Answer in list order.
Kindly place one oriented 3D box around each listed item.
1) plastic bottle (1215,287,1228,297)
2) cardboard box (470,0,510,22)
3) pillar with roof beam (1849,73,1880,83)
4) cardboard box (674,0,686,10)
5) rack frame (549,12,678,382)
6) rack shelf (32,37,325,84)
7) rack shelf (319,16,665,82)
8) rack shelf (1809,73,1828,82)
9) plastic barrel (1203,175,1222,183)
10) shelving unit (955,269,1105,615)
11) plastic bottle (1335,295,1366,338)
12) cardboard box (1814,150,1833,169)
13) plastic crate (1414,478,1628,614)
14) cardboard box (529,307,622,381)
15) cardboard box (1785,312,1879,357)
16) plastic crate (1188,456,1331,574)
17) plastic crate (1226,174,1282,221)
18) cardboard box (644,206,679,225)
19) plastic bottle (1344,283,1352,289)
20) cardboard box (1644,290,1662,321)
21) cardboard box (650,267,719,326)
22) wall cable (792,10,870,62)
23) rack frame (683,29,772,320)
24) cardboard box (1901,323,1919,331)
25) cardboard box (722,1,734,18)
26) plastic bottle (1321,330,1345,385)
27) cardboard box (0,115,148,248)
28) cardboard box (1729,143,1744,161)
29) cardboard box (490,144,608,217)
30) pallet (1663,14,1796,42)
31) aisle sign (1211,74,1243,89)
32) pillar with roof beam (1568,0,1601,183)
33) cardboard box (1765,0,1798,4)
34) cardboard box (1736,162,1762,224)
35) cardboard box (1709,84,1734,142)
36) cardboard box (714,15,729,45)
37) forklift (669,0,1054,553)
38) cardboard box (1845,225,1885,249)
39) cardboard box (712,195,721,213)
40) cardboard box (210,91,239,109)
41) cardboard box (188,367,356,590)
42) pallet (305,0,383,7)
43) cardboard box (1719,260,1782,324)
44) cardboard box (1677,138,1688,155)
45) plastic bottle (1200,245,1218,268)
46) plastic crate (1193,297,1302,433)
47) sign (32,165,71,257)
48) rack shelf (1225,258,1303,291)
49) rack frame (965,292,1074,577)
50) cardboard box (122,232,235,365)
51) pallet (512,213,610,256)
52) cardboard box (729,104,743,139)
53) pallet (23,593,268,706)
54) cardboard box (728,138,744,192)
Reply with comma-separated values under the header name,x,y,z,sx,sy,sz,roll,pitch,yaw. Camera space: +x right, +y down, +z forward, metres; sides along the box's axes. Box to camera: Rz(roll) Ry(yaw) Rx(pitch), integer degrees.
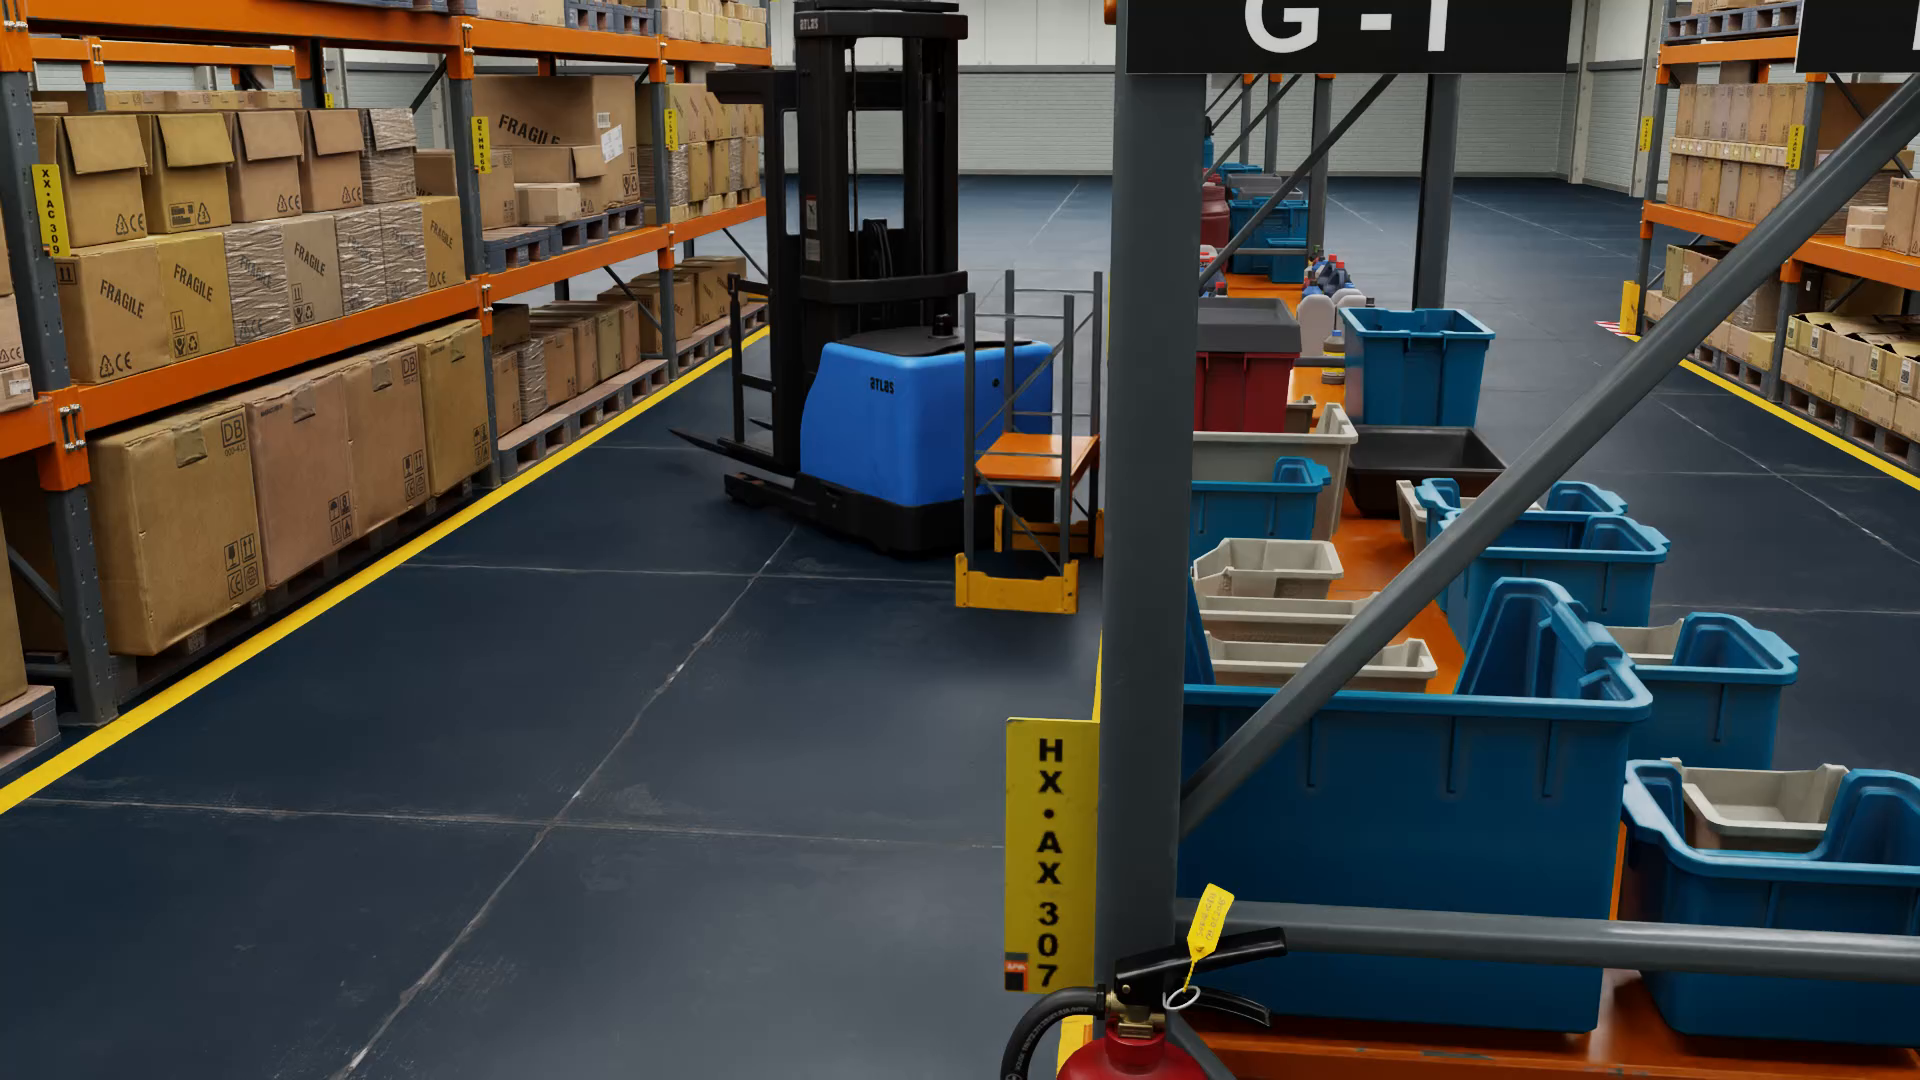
name,x,y,z,sx,sy,sz,roll,pitch,yaw
plastic bottle,1.021,-0.818,6.535,0.144,0.351,0.185,2,15,6
cardboard box,-3.065,-3.271,10.054,0.500,0.250,0.500,2,15,7
pillar with roof beam,10.154,-9.347,26.488,9.100,9.000,0.400,2,15,6
cardboard box,-2.562,-4.603,14.216,0.380,0.149,0.250,2,15,7
rack frame,-2.919,-2.819,13.840,1.000,3.000,0.127,2,15,6
rack shelf,-7.611,-4.611,16.098,1.077,0.370,4.000,2,15,6
rack shelf,-3.145,-3.401,11.624,1.077,0.370,4.000,2,15,6
rack shelf,6.698,-3.108,10.541,1.077,0.370,4.000,2,15,6
plastic barrel,1.545,-2.194,11.270,0.433,0.535,0.433,0,15,0
shelving unit,0.373,-0.523,8.223,0.587,1.500,1.083,3,15,12
plastic bottle,1.635,-0.887,6.934,0.152,0.276,0.135,2,15,6
cardboard box,6.741,-2.964,12.944,0.380,0.149,0.250,2,15,6
plastic crate,1.185,0.018,3.556,0.416,0.233,0.300,2,15,6
cardboard box,-3.082,-1.543,13.067,0.700,0.500,0.500,2,15,6
cardboard box,6.629,-1.572,12.619,0.500,0.311,0.500,2,15,6
plastic crate,0.625,-0.049,3.802,0.416,0.233,0.300,2,15,6
plastic crate,2.251,-2.569,12.794,0.402,0.464,0.583,2,15,6
cardboard box,-2.596,-2.744,14.046,0.380,0.149,0.250,2,15,6
plastic bottle,1.712,-1.000,7.359,0.097,0.271,0.097,0,15,0
cardboard box,7.093,-2.306,16.408,0.500,0.250,0.500,2,15,6
cardboard box,-2.678,-2.373,16.175,0.500,0.500,0.500,3,15,11
wall cable,-3.759,-16.899,47.904,2.305,6.003,0.169,2,15,6
rack frame,-2.468,-3.856,17.677,1.000,3.000,0.127,2,15,6
cardboard box,7.110,-1.424,12.069,0.500,0.311,0.500,2,15,8
cardboard box,-2.343,-5.006,15.705,0.380,0.149,0.250,1,15,3
plastic bottle,1.445,-0.705,6.402,0.097,0.201,0.097,0,15,0
cardboard box,-3.758,-1.442,6.636,0.797,0.503,0.637,1,15,5
cardboard box,6.913,-3.362,14.417,0.380,0.149,0.250,2,15,8
cardboard box,-3.023,-2.619,12.099,0.797,0.503,0.637,3,15,12
pallet,7.269,-4.786,15.539,1.003,0.211,1.213,2,15,6
aisle sign,2.757,-4.975,16.834,0.394,0.787,0.004,2,15,6
pillar with roof beam,12.185,-14.015,43.753,9.100,9.000,0.400,2,15,6
cardboard box,6.788,-4.444,13.512,0.380,0.149,0.250,2,15,6
cardboard box,7.081,-2.957,14.158,0.700,0.500,0.500,2,15,7
cardboard box,7.193,-3.836,14.926,0.700,0.500,0.500,2,15,6
cardboard box,-2.441,-4.706,15.362,0.500,0.250,0.500,1,15,5
forklift,-0.762,-1.674,9.738,1.130,2.935,3.031,-11,19,-35
cardboard box,6.620,-2.181,11.962,0.380,0.149,0.250,2,15,6
cardboard box,-2.440,-3.134,15.486,0.380,0.149,0.250,2,15,6
cardboard box,-7.564,-4.099,16.219,0.875,0.550,0.500,2,15,6
cardboard box,-3.670,-0.319,7.862,1.225,0.875,0.875,1,15,4
pallet,-3.514,-2.679,7.940,1.003,0.211,1.213,2,15,9
cardboard box,6.879,-2.149,14.390,0.500,0.500,0.500,2,15,6
cardboard box,7.089,-3.761,15.890,0.380,0.149,0.250,1,15,5
plastic bottle,1.332,-1.468,9.084,0.152,0.276,0.135,2,15,6
plastic crate,0.749,-0.434,4.782,0.402,0.464,0.583,2,15,6
sign,-3.270,-1.184,5.984,0.100,0.325,0.005,2,15,6
rack shelf,1.776,-1.807,11.476,1.077,0.370,4.000,2,15,6
rack frame,0.269,-0.395,7.751,0.500,1.500,0.032,3,15,12
cardboard box,-3.466,-1.035,7.050,0.500,0.500,0.500,2,15,6
pallet,-3.188,-2.203,11.931,1.003,0.211,1.213,2,15,6
cardboard box,-2.394,-4.121,15.980,0.500,0.500,0.500,2,15,6
pallet,-3.810,0.400,7.279,1.003,0.211,1.213,2,15,6
cardboard box,-2.594,-3.645,16.133,0.875,0.500,0.500,2,15,6
